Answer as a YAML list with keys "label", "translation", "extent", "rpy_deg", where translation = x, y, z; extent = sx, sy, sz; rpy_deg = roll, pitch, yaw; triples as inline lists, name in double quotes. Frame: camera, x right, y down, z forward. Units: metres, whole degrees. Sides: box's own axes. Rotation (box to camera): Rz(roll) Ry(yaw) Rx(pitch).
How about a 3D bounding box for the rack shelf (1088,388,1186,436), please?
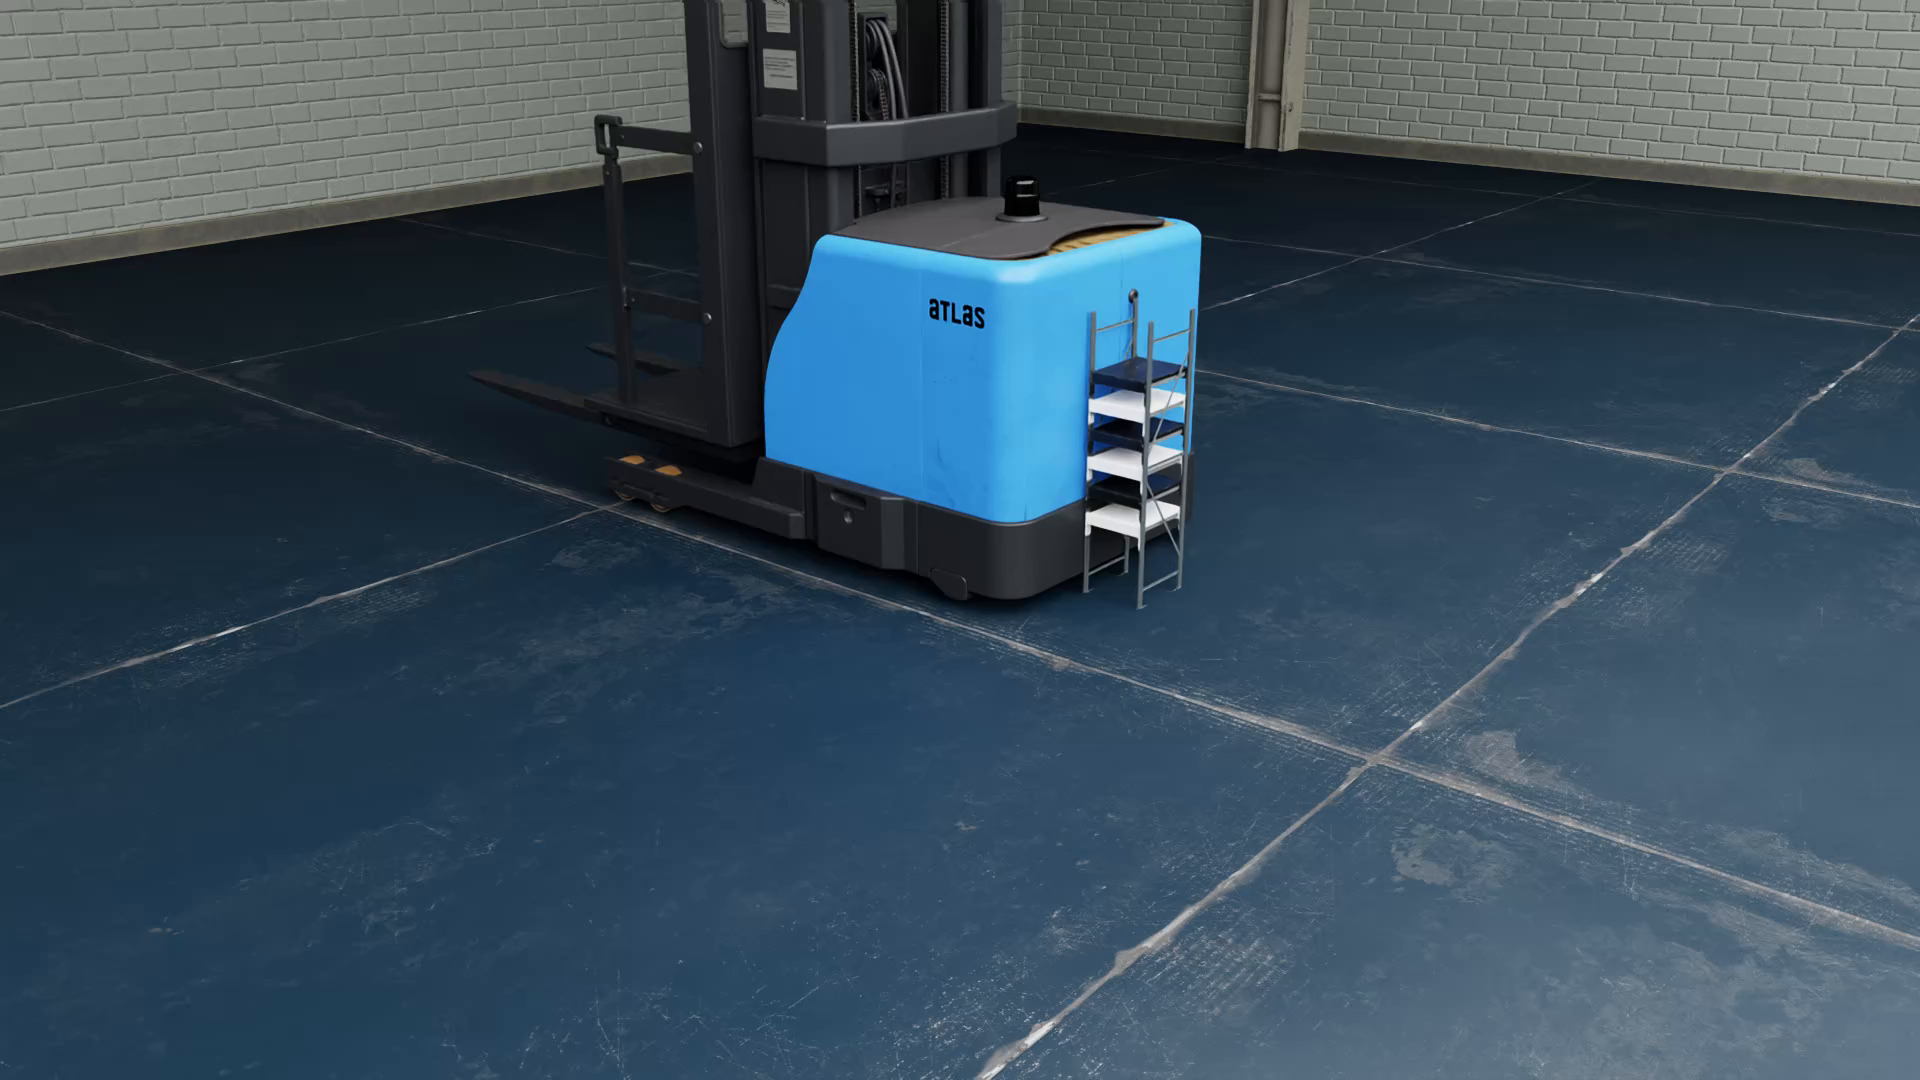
- label: "rack shelf"
  translation: [0.543, -0.397, 5.030]
  extent: [0.200, 0.077, 0.258]
  rpy_deg: [17, 26, 37]

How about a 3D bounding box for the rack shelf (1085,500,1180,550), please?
- label: "rack shelf"
  translation: [0.543, -0.060, 5.157]
  extent: [0.200, 0.077, 0.258]
  rpy_deg: [17, 26, 37]

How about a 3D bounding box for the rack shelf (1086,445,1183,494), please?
- label: "rack shelf"
  translation: [0.543, -0.229, 5.093]
  extent: [0.200, 0.077, 0.258]
  rpy_deg: [17, 26, 37]

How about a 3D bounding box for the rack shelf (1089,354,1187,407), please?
- label: "rack shelf"
  translation: [0.543, -0.481, 4.998]
  extent: [0.200, 0.077, 0.258]
  rpy_deg: [17, 26, 37]

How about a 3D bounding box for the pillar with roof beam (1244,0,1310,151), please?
- label: "pillar with roof beam"
  translation: [0.114, -6.600, 10.417]
  extent: [0.400, 9.000, 9.100]
  rpy_deg: [16, 26, 36]

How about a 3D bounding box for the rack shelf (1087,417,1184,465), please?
- label: "rack shelf"
  translation: [0.543, -0.313, 5.062]
  extent: [0.200, 0.077, 0.258]
  rpy_deg: [17, 26, 37]

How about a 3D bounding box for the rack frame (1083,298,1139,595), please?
- label: "rack frame"
  translation: [0.465, -0.283, 5.143]
  extent: [0.006, 0.900, 0.240]
  rpy_deg: [17, 26, 37]

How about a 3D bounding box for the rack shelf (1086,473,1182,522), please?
- label: "rack shelf"
  translation: [0.543, -0.144, 5.125]
  extent: [0.200, 0.077, 0.258]
  rpy_deg: [17, 26, 37]

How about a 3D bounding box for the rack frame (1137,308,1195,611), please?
- label: "rack frame"
  translation: [0.621, -0.237, 5.020]
  extent: [0.006, 0.900, 0.240]
  rpy_deg: [17, 26, 37]

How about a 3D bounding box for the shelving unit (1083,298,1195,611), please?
- label: "shelving unit"
  translation: [0.543, -0.260, 5.082]
  extent: [0.210, 0.900, 0.258]
  rpy_deg: [17, 26, 37]

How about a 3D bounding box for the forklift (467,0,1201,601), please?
- label: "forklift"
  translation: [-0.661, -1.595, 5.743]
  extent: [3.031, 2.935, 1.130]
  rpy_deg: [17, 26, 37]
